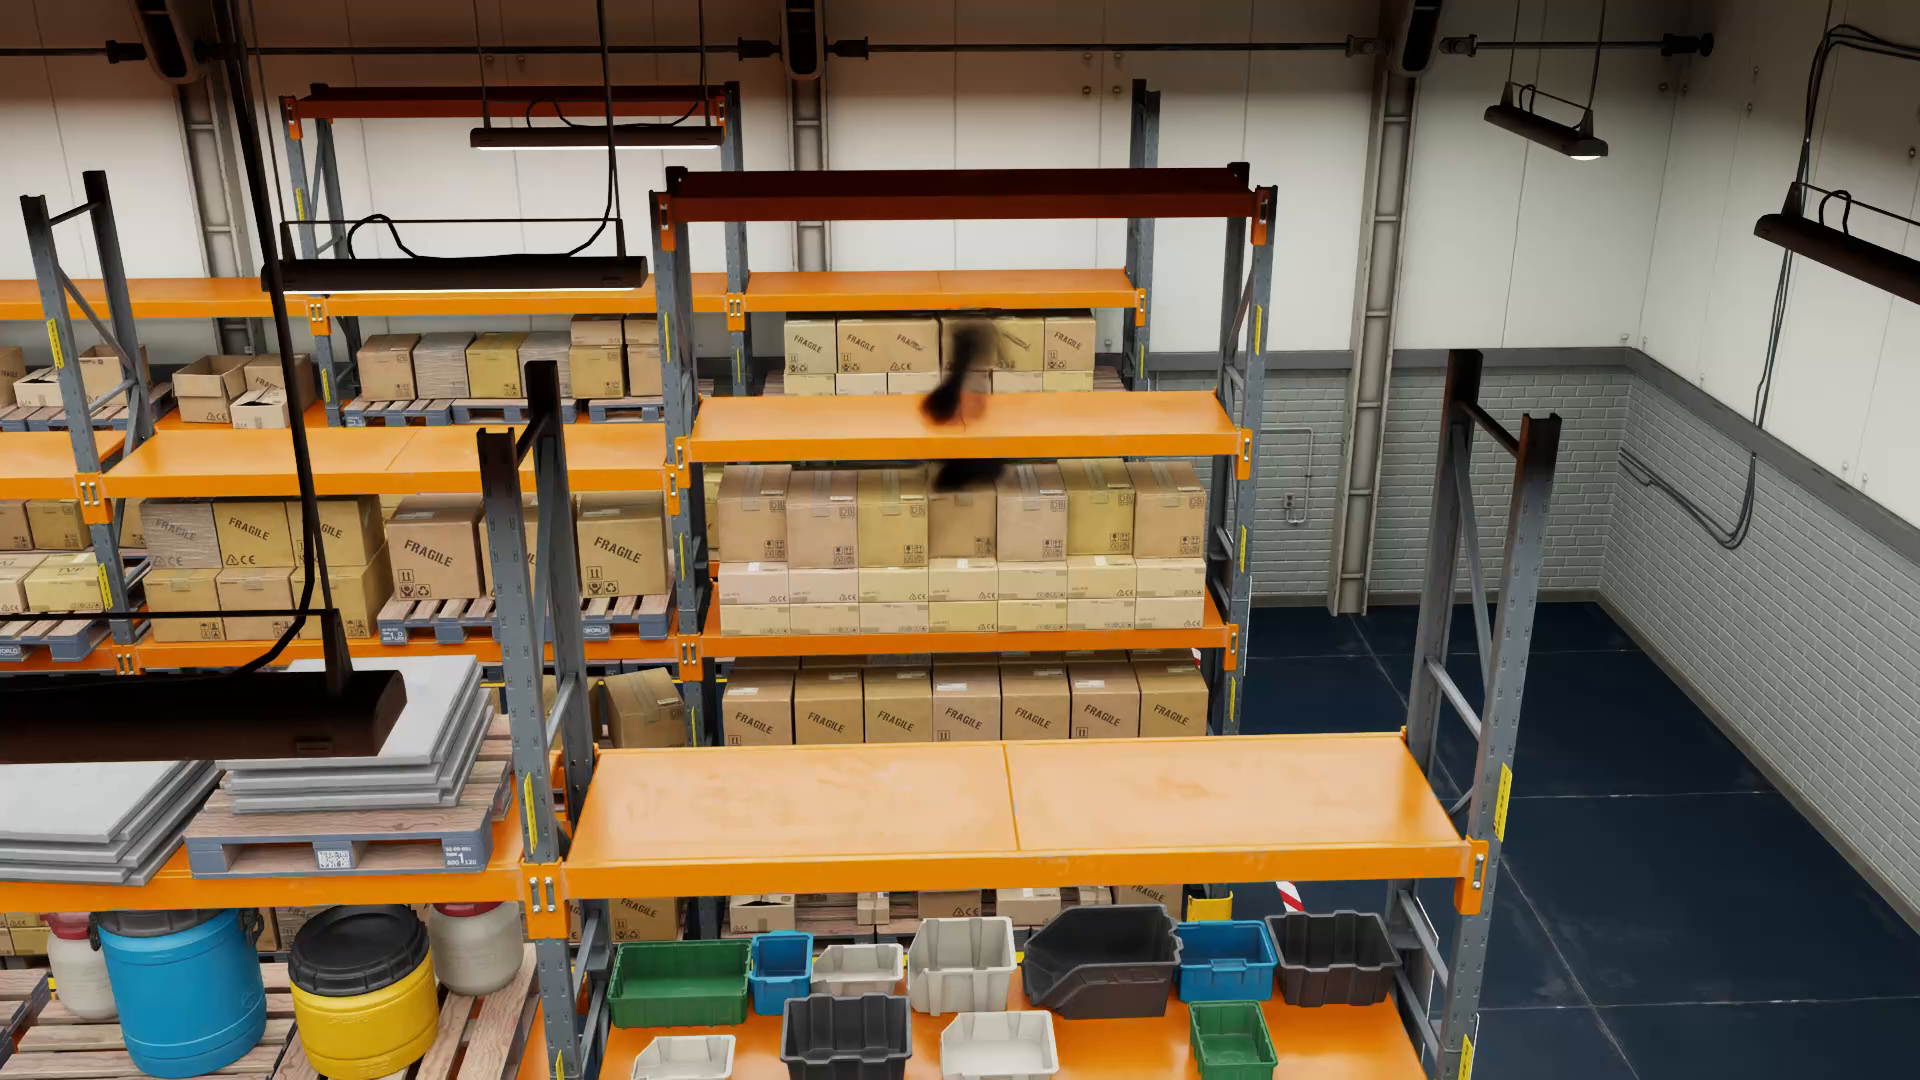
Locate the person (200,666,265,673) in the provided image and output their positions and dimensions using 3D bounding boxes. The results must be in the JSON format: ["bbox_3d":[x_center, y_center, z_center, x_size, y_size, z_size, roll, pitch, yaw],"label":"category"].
[{"bbox_3d":[-6.708,1.383,15.690,0.898,1.560,0.541,-9,24,-20],"label":"person"}]
